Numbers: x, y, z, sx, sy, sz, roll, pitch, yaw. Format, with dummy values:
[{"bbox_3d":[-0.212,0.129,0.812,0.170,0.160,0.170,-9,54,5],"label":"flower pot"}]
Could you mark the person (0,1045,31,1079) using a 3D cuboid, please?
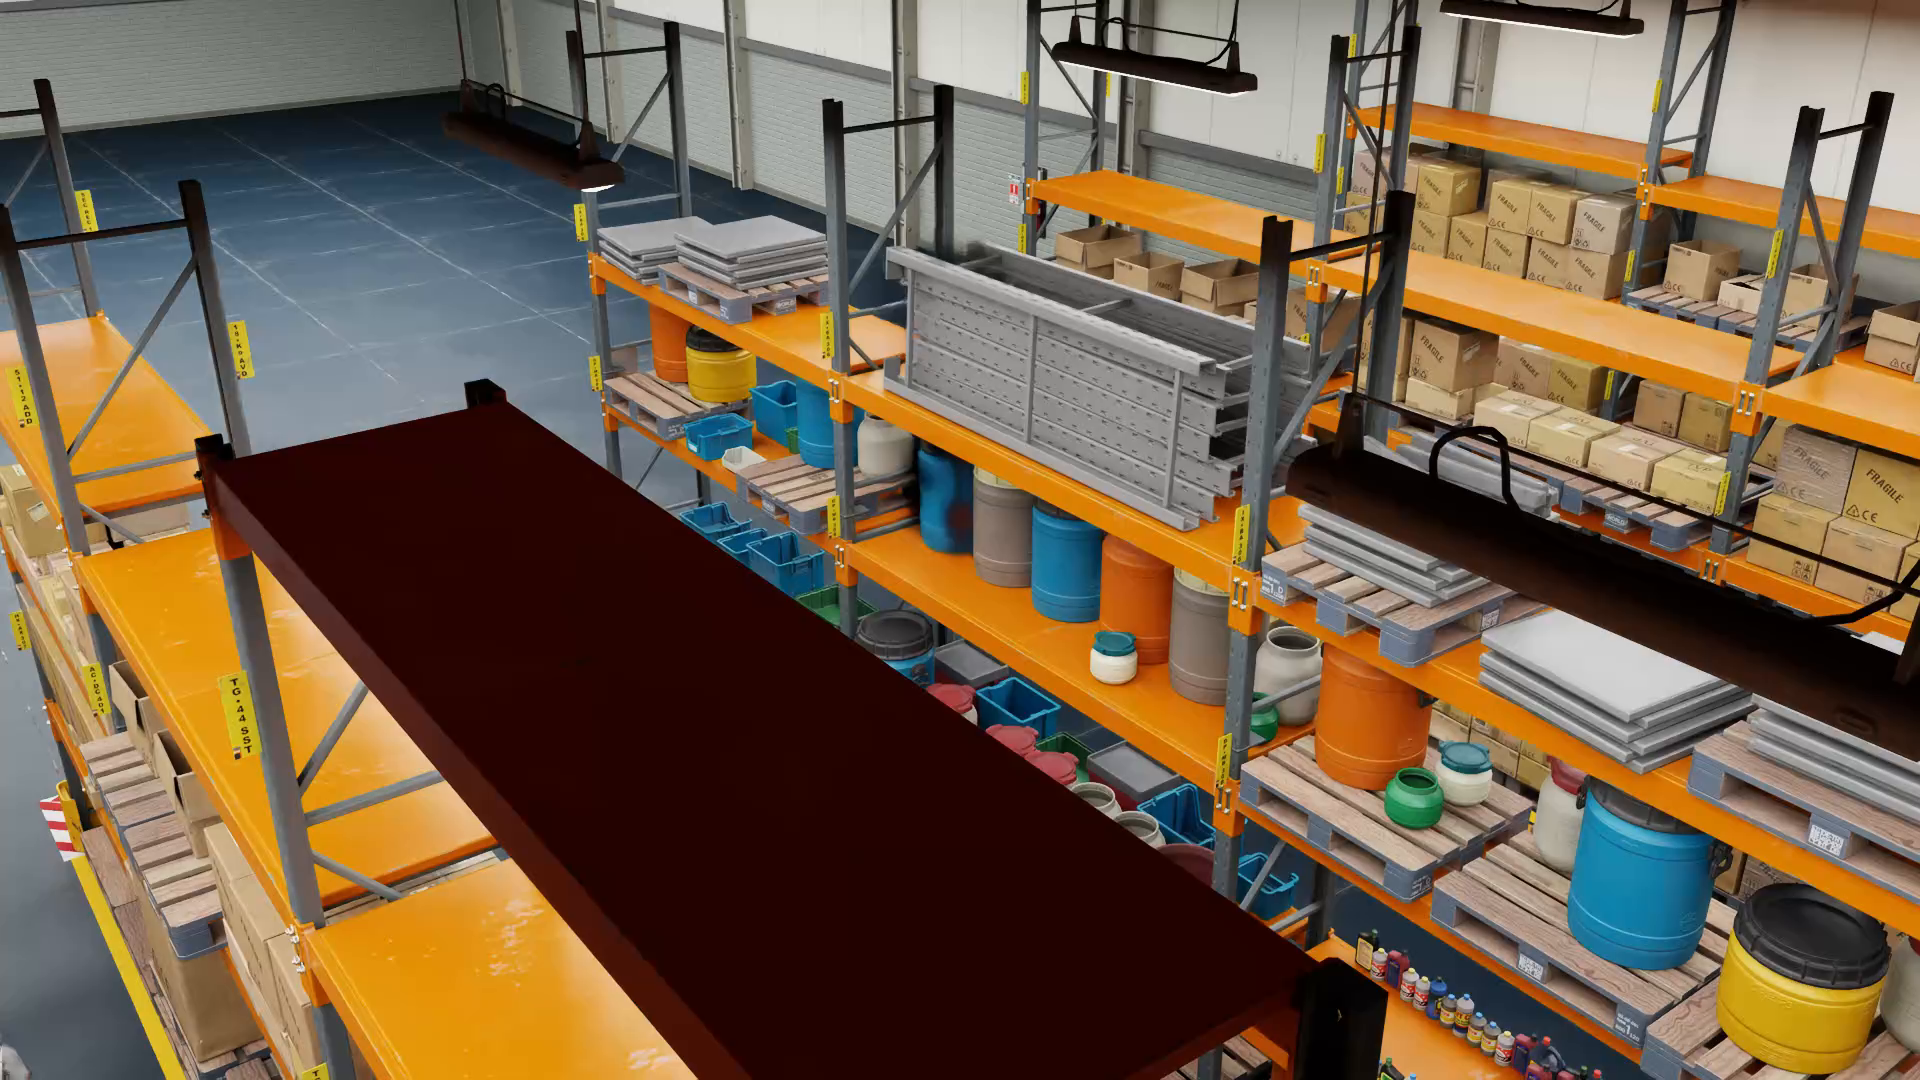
[{"bbox_3d":[-5.494,3.431,9.456,0.718,1.754,0.679,-20,31,-36],"label":"person"}]
